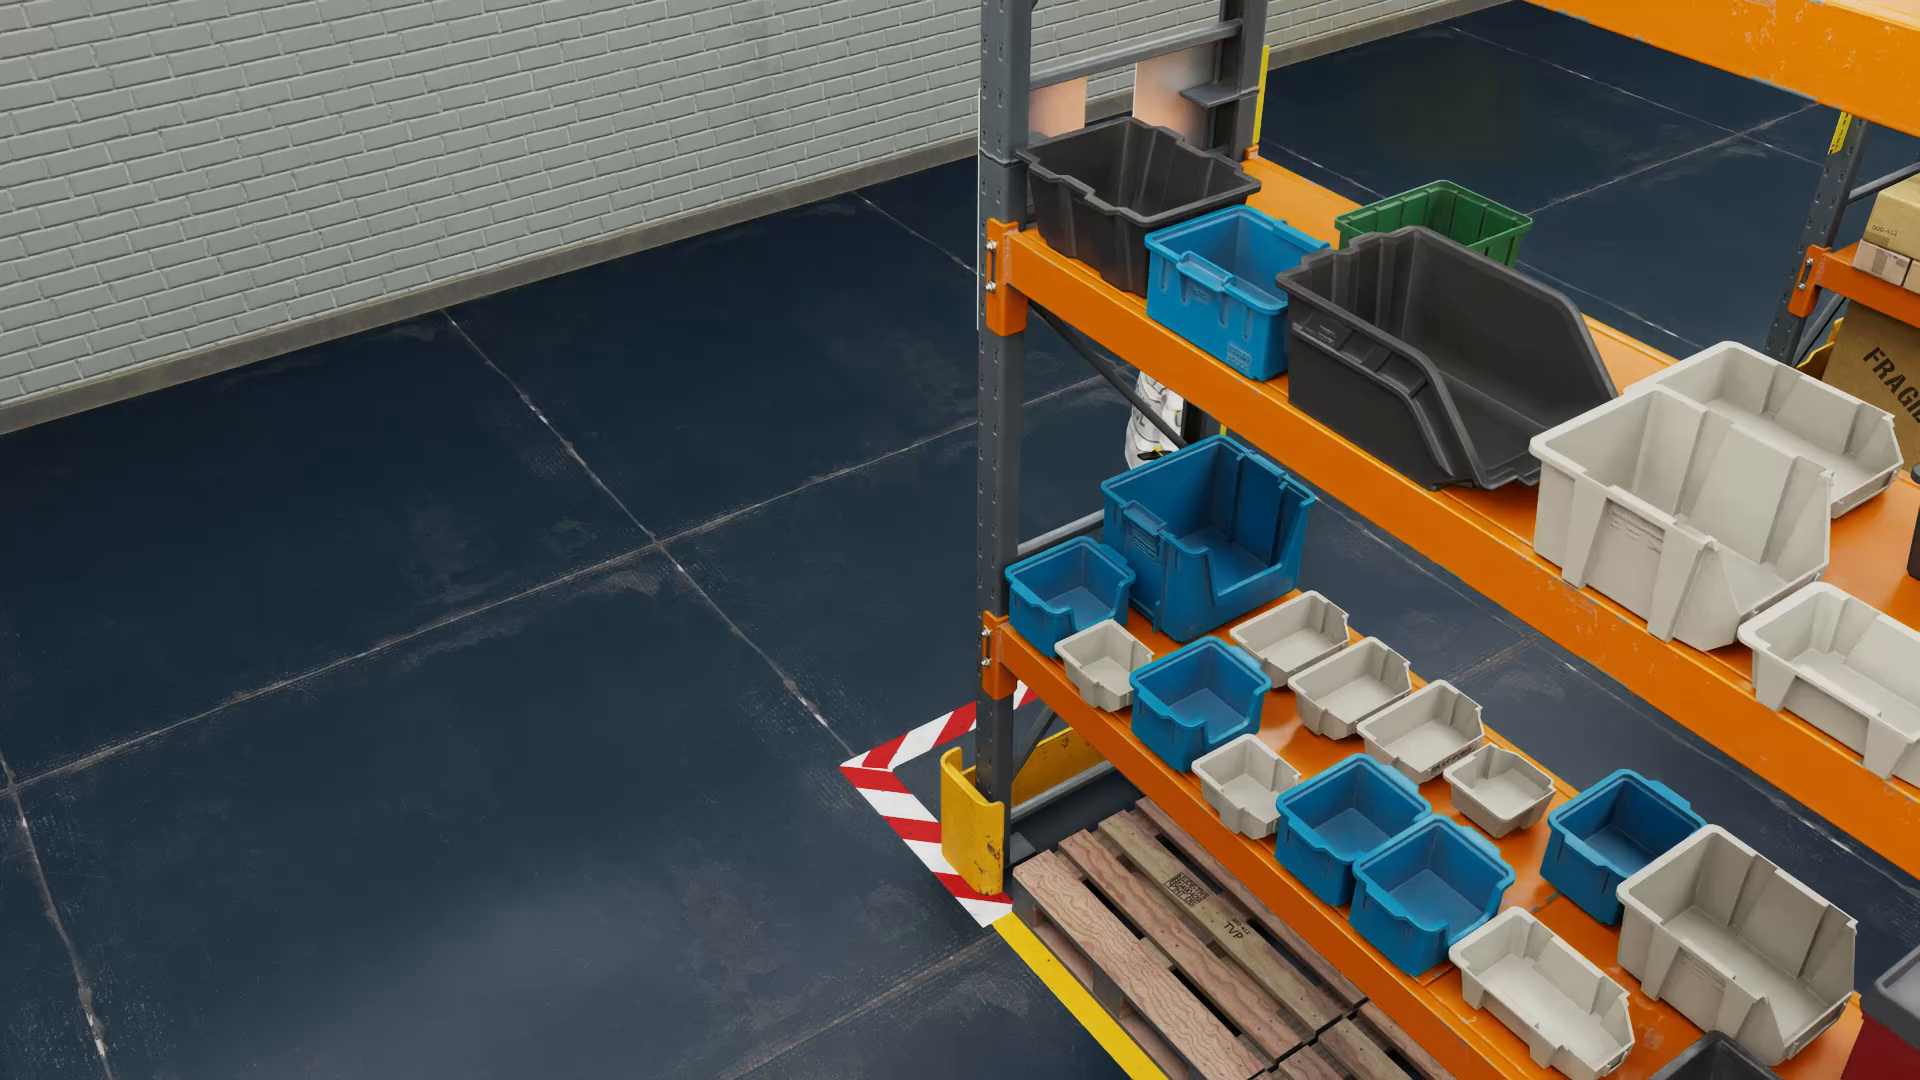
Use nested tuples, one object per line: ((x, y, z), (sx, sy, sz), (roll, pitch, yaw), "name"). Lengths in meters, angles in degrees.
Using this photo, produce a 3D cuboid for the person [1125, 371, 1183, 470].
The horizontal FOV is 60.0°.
((0.929, -0.333, 7.446), (0.371, 1.663, 0.530), (-2, 37, -3), "person")
